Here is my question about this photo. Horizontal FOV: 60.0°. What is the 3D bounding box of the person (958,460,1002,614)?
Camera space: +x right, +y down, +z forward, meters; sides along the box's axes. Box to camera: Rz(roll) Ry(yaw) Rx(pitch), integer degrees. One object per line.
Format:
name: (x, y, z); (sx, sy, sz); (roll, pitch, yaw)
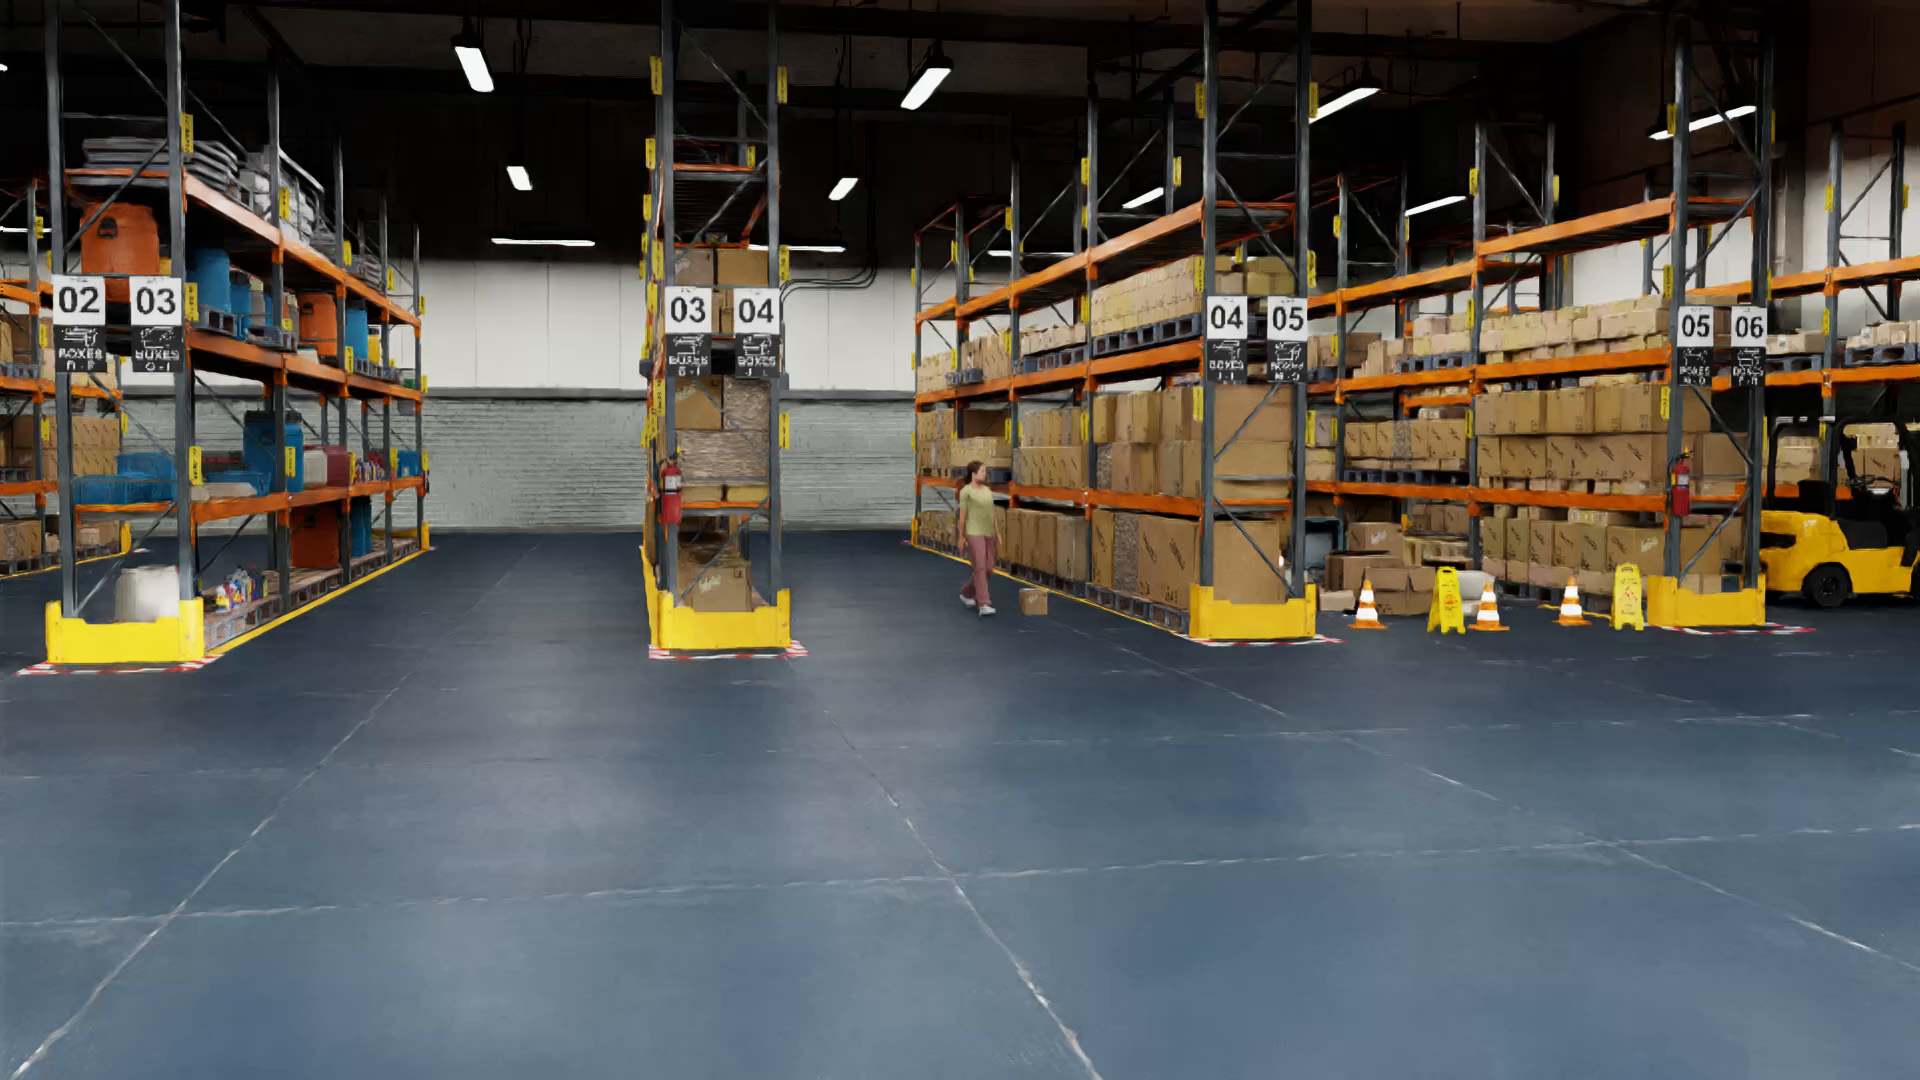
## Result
person: (0.233, 0.087, 18.018); (0.466, 1.383, 0.856); (-3, 4, -41)
